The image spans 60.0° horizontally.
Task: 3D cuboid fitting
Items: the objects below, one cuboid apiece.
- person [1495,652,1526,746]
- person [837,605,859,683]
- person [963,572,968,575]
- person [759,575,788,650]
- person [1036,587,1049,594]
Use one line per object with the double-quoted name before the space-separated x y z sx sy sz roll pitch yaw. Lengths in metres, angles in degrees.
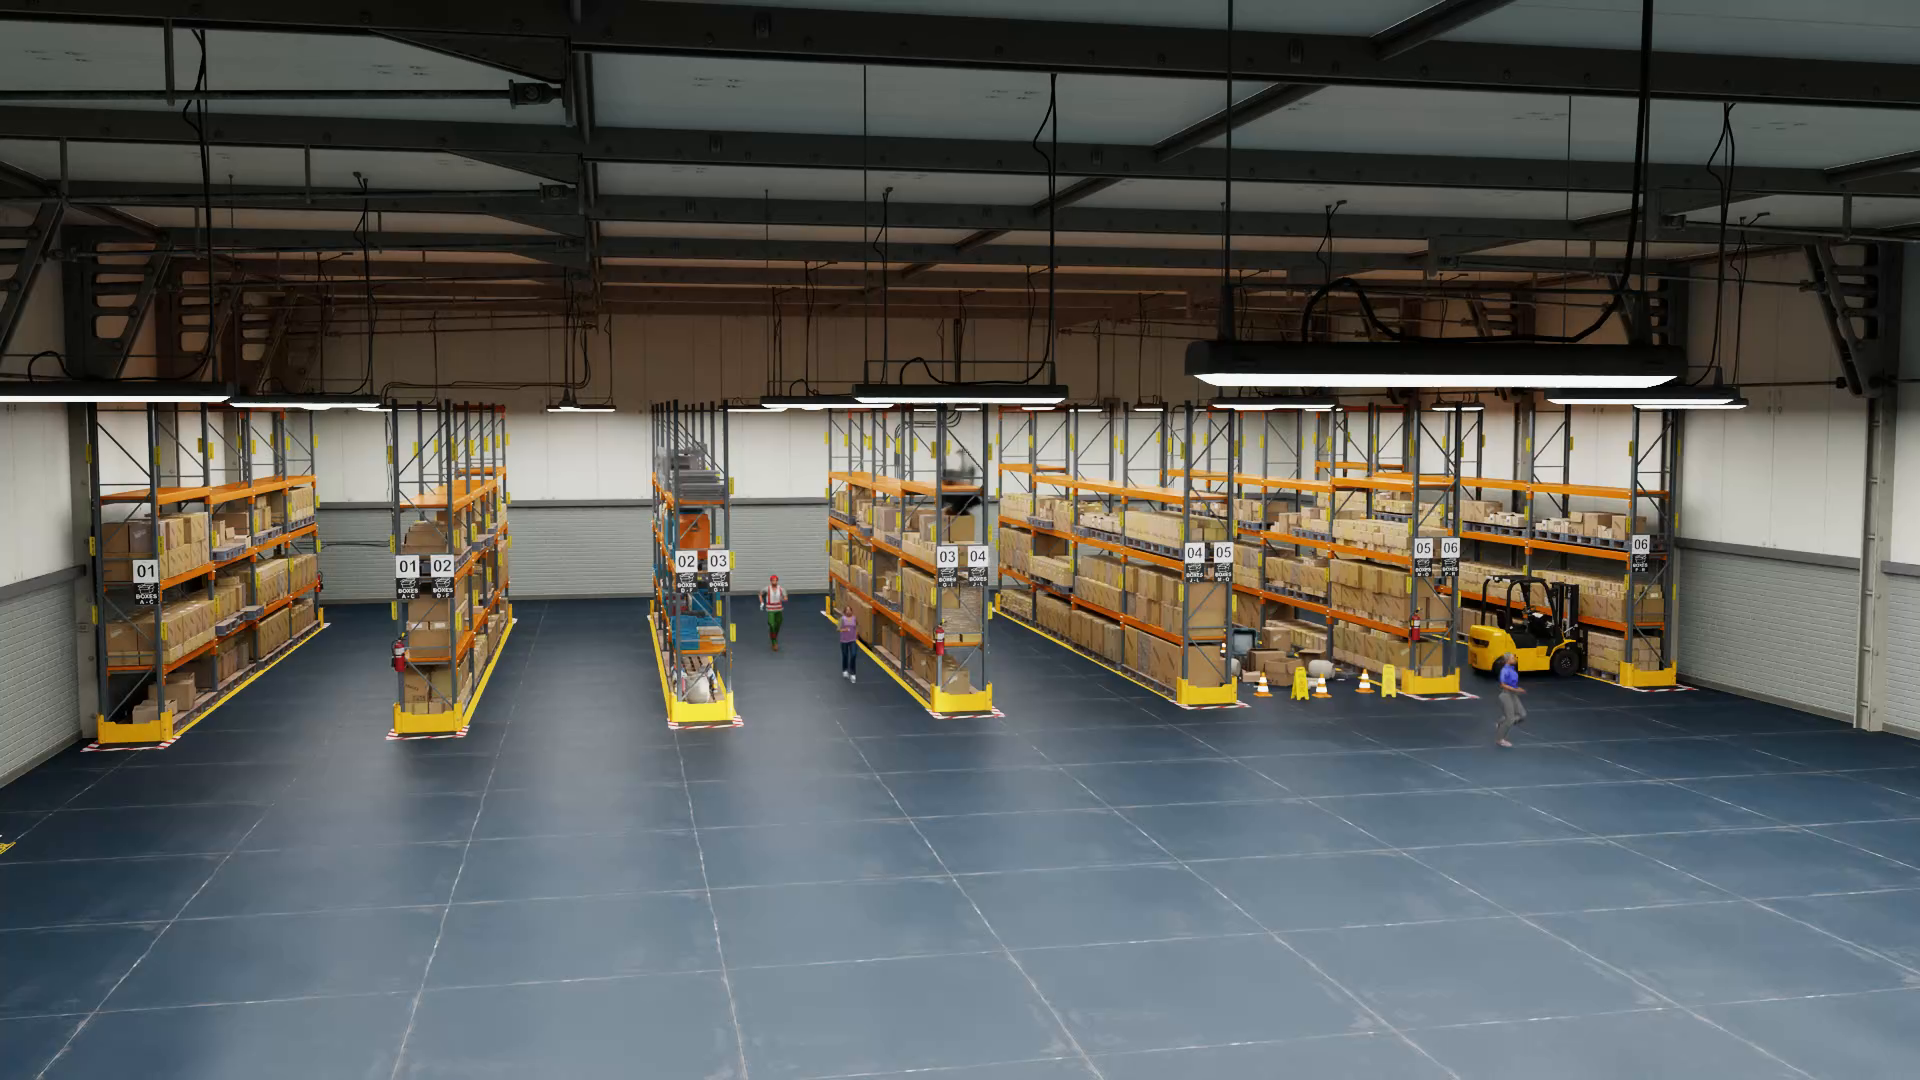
"person" 9.533 2.747 28.734 0.528 1.624 0.624 3 5 35
"person" -2.403 2.214 35.789 0.520 1.635 0.706 -1 4 -13
"person" 0.389 1.399 45.966 0.712 1.759 0.735 0 4 -6
"person" -4.531 1.740 40.568 0.654 1.786 0.982 -2 5 -21
"person" 2.439 1.156 49.753 0.677 1.639 0.516 -4 6 -41
